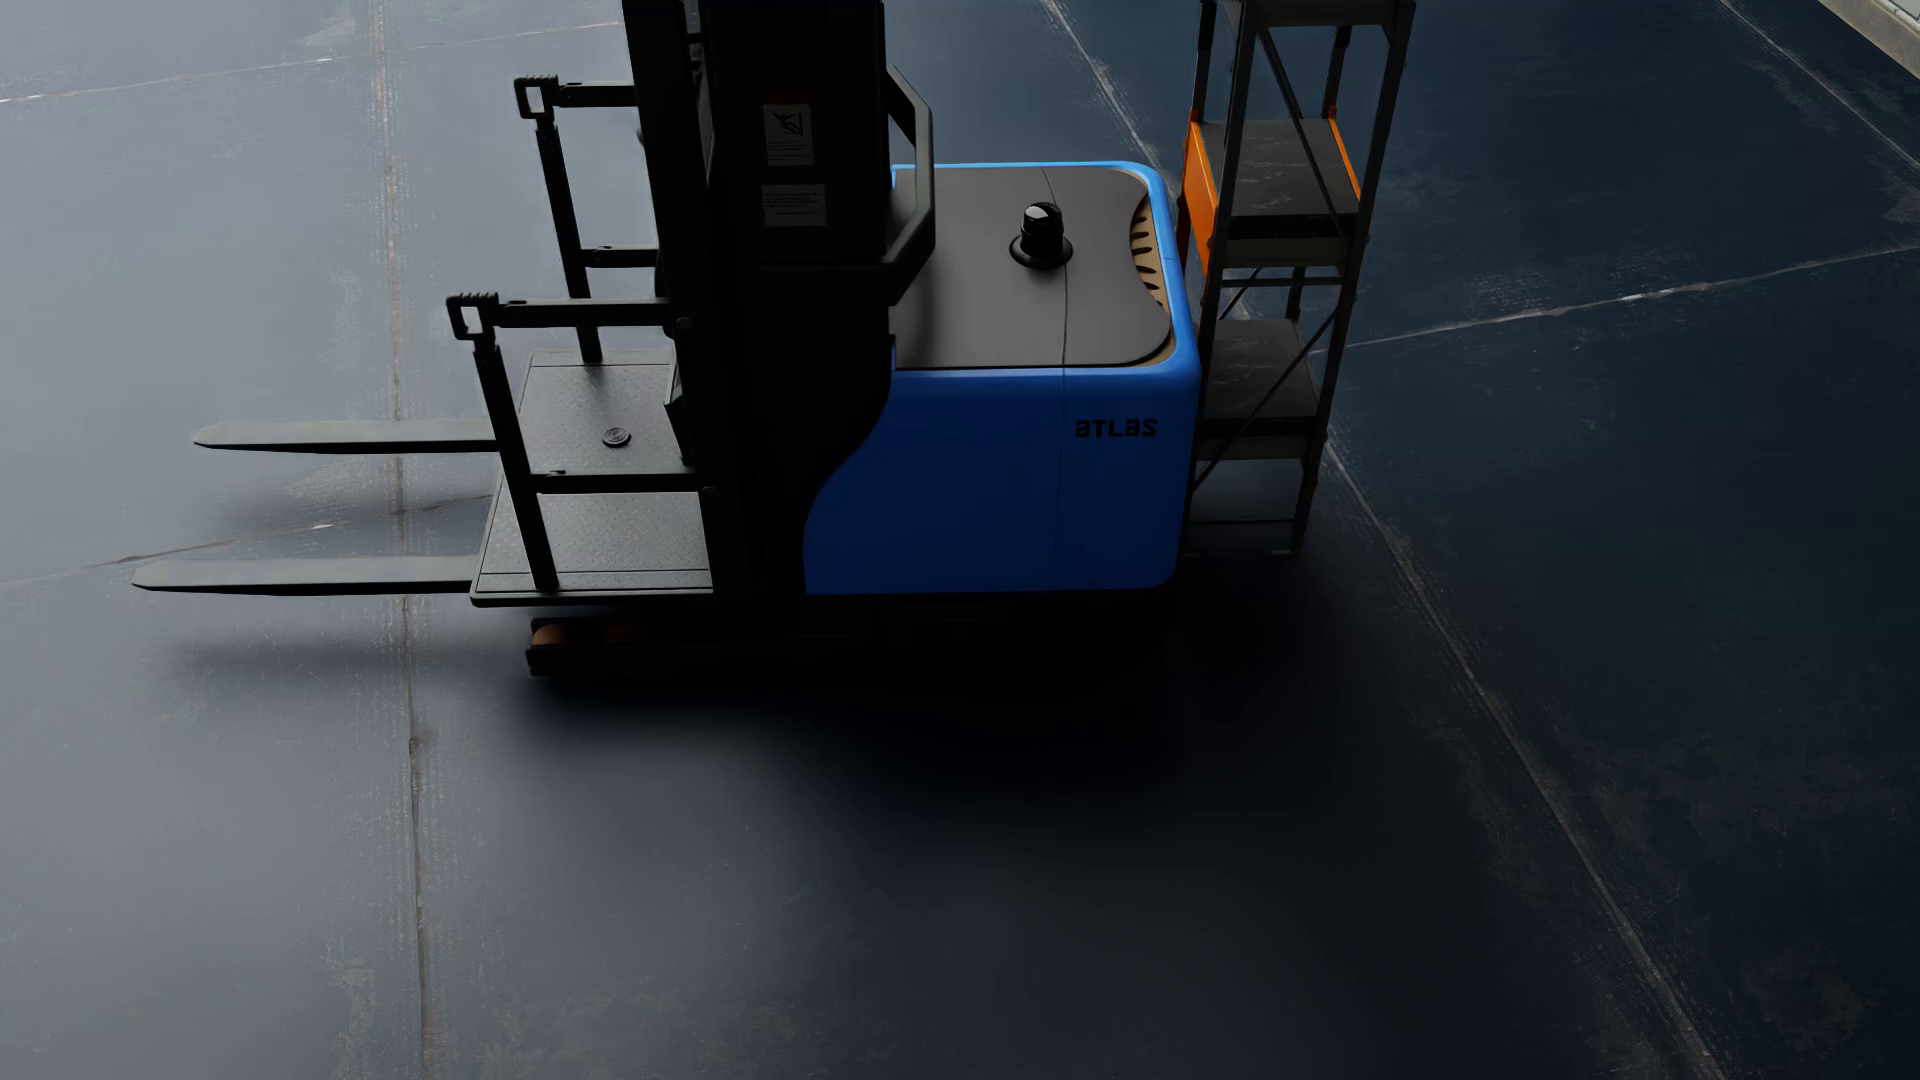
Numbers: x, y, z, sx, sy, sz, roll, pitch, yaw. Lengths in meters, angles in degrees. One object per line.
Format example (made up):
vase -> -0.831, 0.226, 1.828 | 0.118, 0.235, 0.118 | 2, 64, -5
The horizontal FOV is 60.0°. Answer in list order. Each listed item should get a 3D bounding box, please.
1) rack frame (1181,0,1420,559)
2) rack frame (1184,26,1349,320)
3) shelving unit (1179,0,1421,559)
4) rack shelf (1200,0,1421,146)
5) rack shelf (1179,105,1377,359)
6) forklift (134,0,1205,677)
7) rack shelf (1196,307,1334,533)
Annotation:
rack frame -> 0.871, -0.686, 4.452 | 0.400, 2.100, 0.015 | -2, 46, -2
rack frame -> 0.851, -1.034, 4.794 | 0.400, 2.100, 0.015 | -2, 46, -2
shelving unit -> 0.861, -0.860, 4.623 | 0.431, 2.100, 0.503 | -2, 46, -2
rack shelf -> 0.861, -1.341, 4.133 | 0.431, 0.518, 0.480 | -2, 46, -2
rack shelf -> 0.861, -0.851, 4.633 | 0.431, 0.518, 0.480 | -2, 46, -2
forklift -> -0.889, -1.009, 4.187 | 3.031, 2.935, 1.130 | -1, 46, -1
rack shelf -> 0.861, -0.361, 5.133 | 0.431, 0.518, 0.480 | -2, 46, -2
